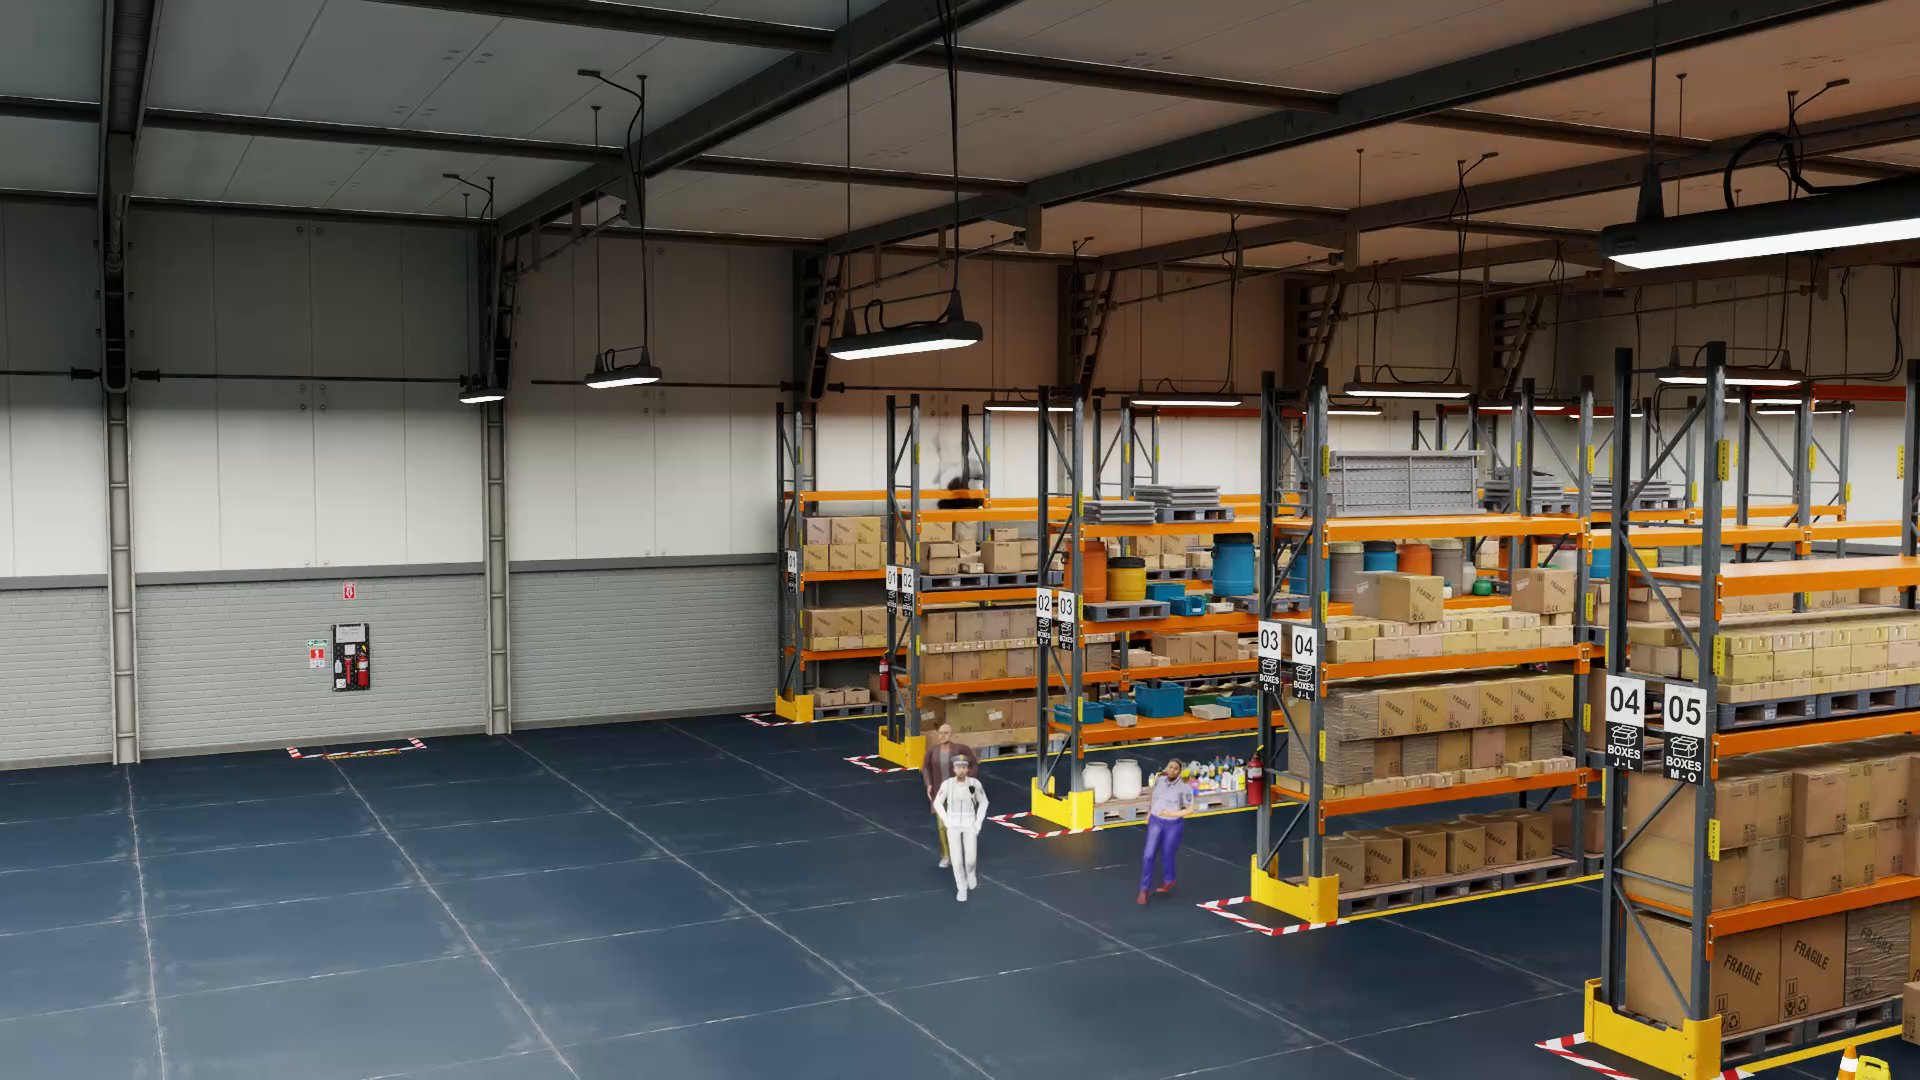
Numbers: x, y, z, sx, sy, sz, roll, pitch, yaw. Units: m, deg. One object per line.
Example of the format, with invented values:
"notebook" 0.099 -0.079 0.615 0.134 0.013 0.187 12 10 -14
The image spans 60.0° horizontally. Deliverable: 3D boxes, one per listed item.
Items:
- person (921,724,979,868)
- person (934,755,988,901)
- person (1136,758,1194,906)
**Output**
"person" -0.122 3.132 20.550 0.719 1.754 0.705 1 3 12
"person" 0.008 3.263 18.968 0.625 1.664 0.521 0 3 2
"person" 2.386 3.295 18.879 0.603 1.680 0.737 2 4 26
